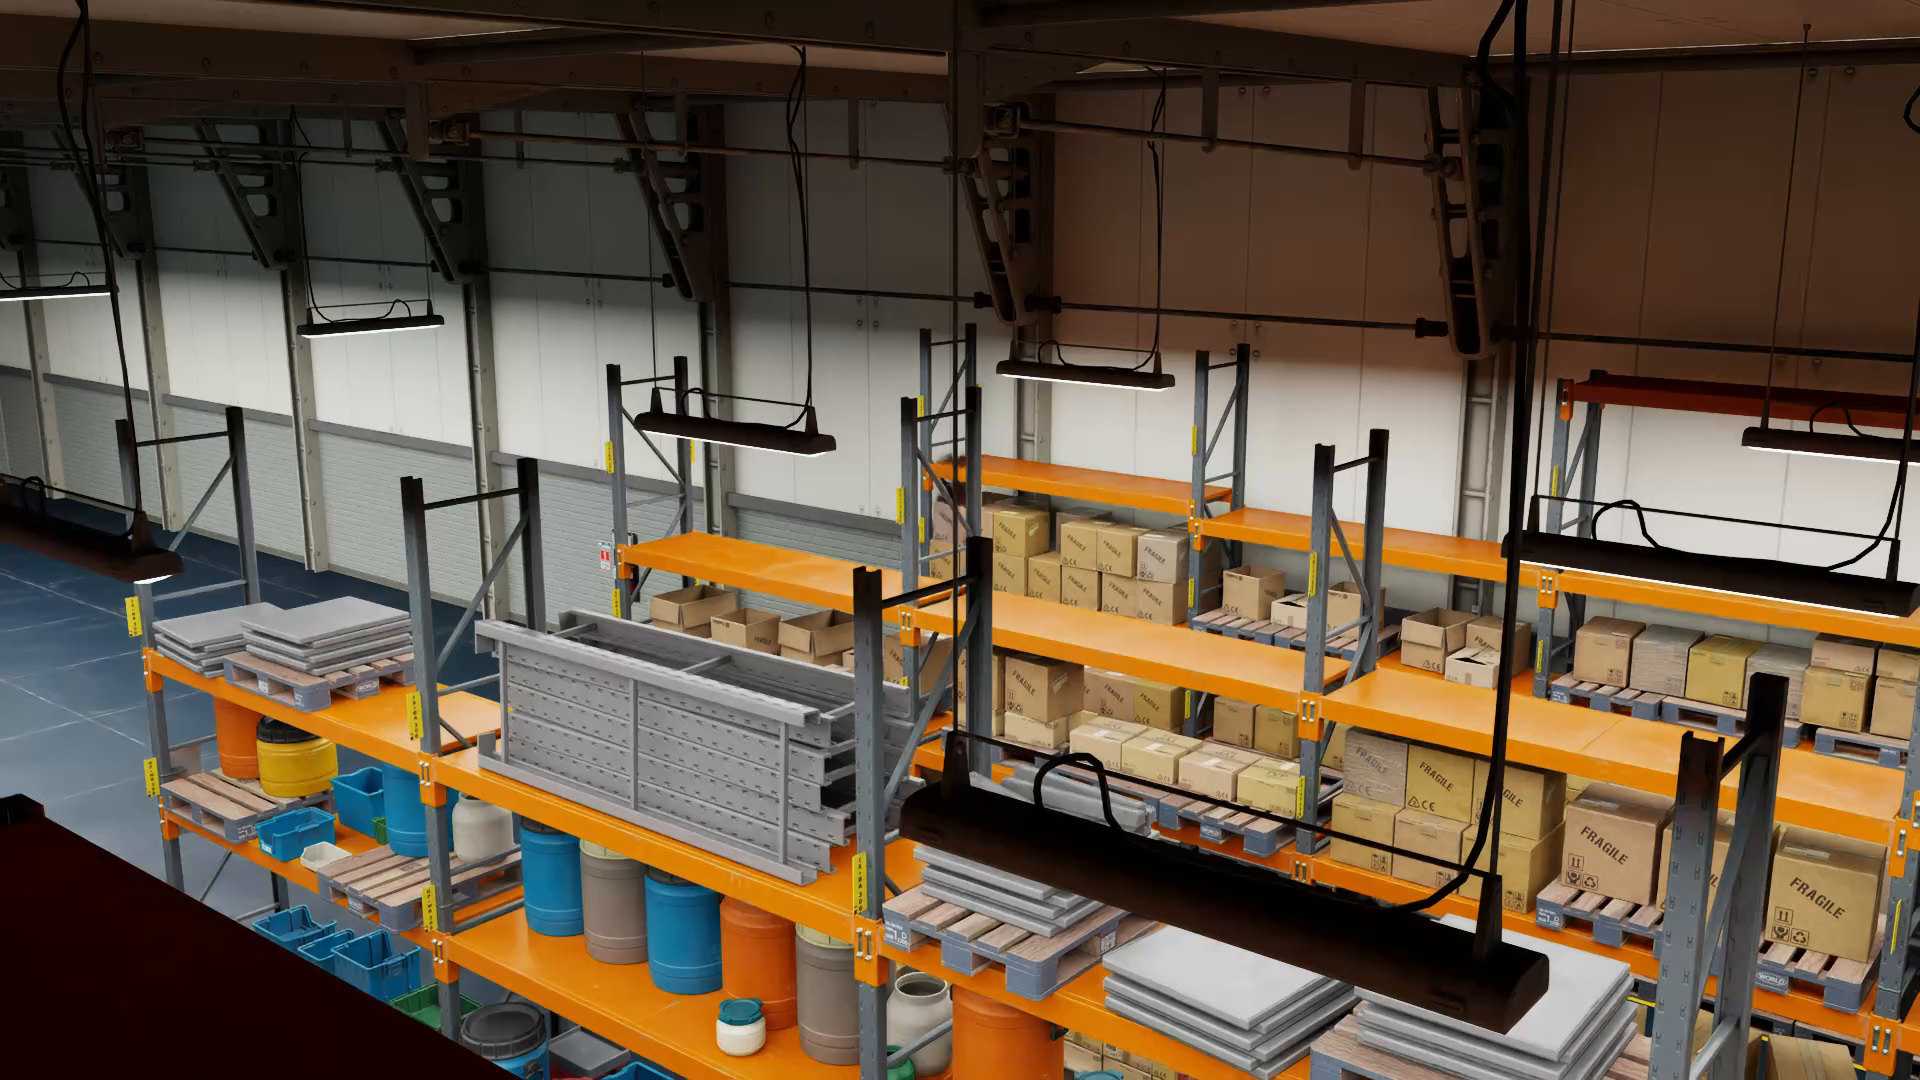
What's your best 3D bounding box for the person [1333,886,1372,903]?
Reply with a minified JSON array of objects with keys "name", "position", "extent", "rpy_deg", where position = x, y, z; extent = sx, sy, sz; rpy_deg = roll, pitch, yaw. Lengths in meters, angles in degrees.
[{"name":"person","position":[3.892,3.641,16.334],"extent":[0.741,1.689,0.656],"rpy_deg":[4,13,19]}]
